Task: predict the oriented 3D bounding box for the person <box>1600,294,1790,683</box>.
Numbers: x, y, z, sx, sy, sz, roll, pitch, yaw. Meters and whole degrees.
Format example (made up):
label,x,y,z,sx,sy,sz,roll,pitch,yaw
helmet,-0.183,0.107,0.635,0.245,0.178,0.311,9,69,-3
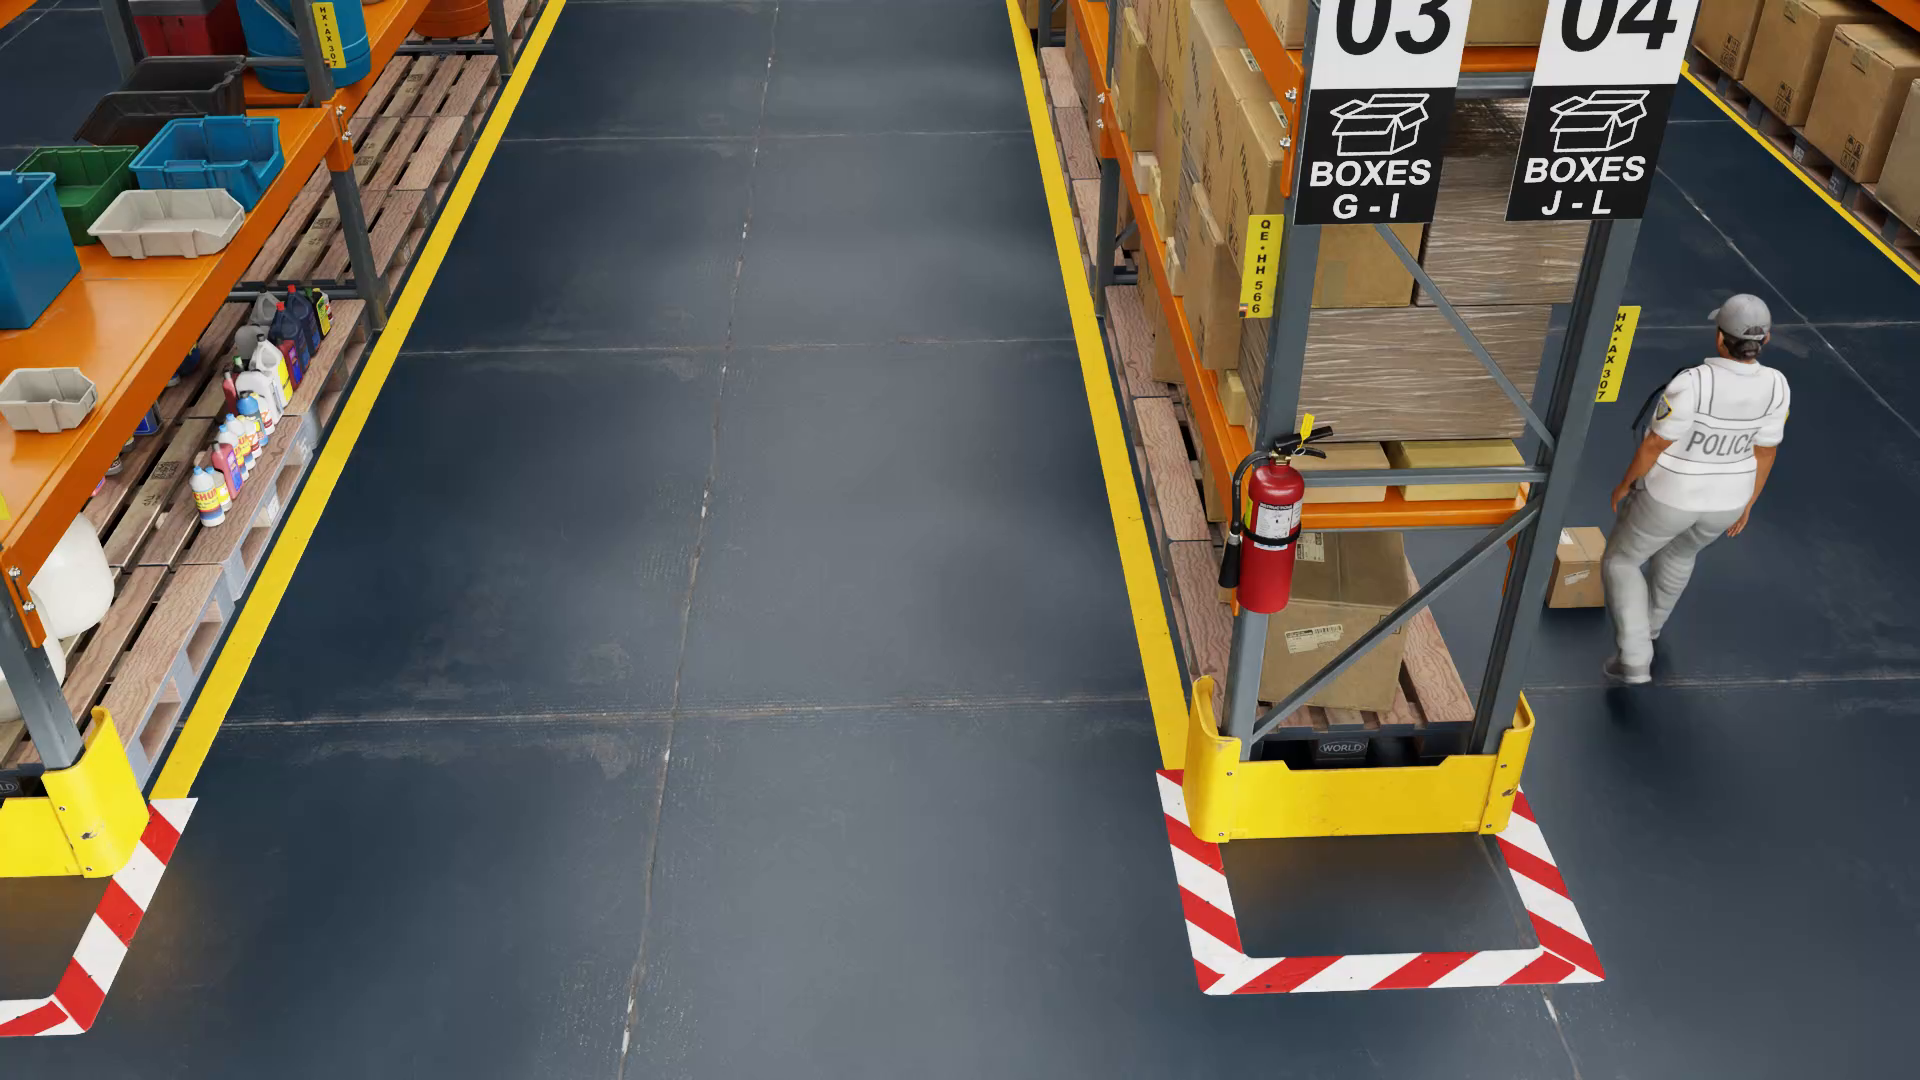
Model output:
label,x,y,z,sx,sy,sz,roll,pitch,yaw
person,2.785,-0.202,6.404,0.501,1.643,0.742,-4,36,-5
